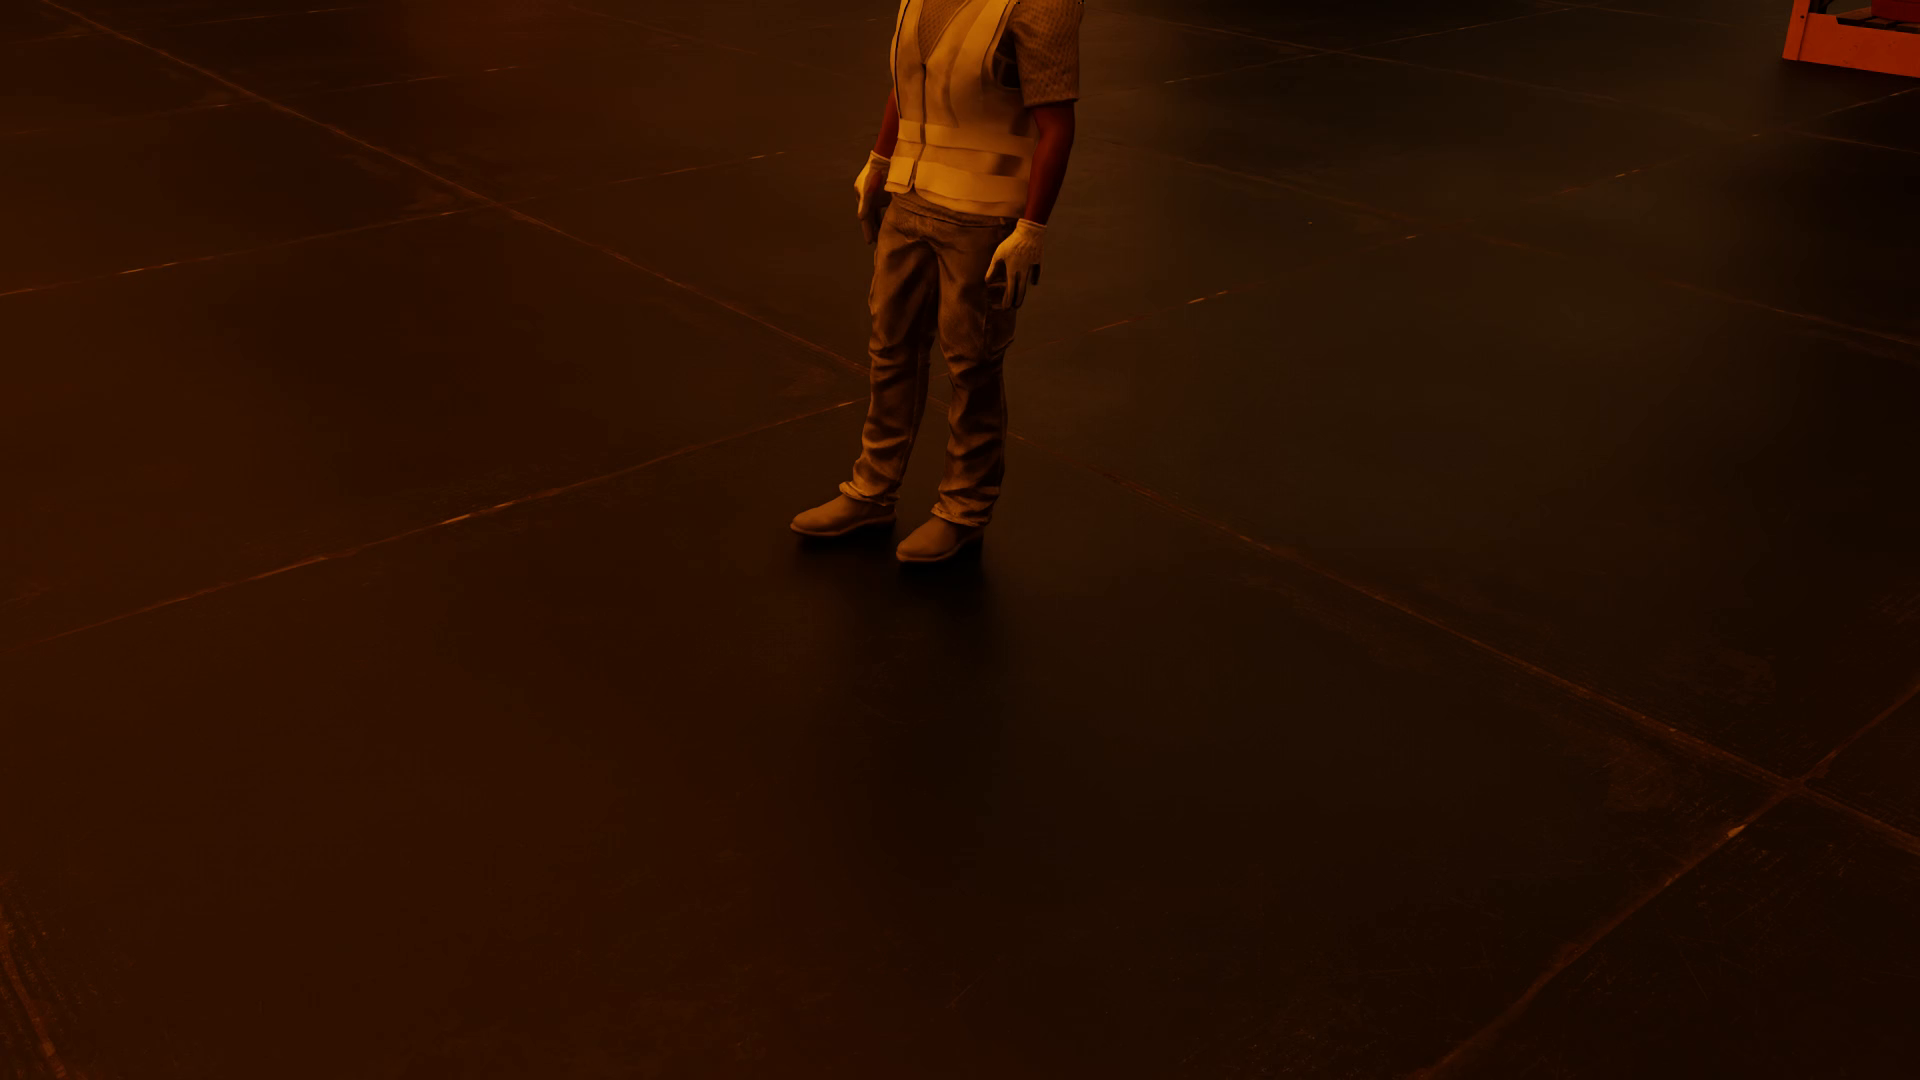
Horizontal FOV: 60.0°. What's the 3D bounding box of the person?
[{"bbox_3d":[-0.061,-0.787,4.065,0.575,1.784,0.656,-20,33,-35],"label":"person"}]
